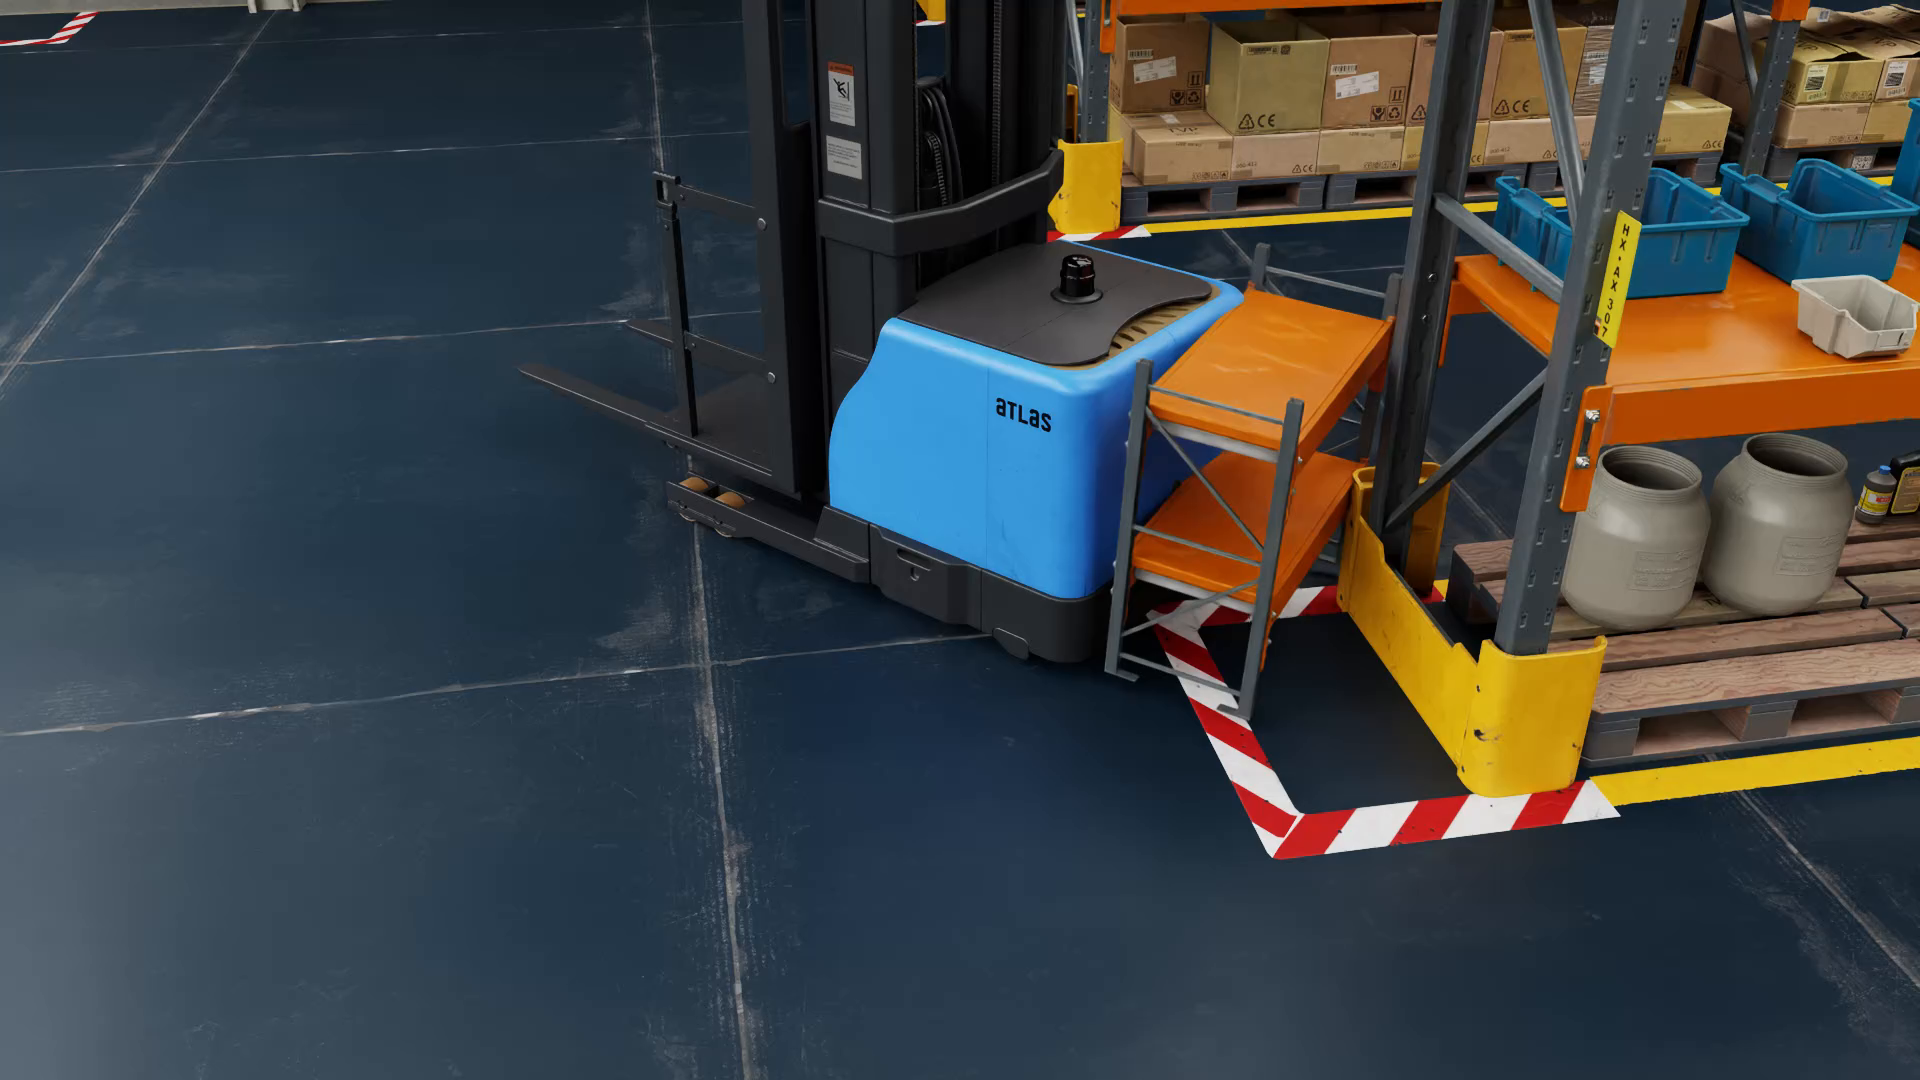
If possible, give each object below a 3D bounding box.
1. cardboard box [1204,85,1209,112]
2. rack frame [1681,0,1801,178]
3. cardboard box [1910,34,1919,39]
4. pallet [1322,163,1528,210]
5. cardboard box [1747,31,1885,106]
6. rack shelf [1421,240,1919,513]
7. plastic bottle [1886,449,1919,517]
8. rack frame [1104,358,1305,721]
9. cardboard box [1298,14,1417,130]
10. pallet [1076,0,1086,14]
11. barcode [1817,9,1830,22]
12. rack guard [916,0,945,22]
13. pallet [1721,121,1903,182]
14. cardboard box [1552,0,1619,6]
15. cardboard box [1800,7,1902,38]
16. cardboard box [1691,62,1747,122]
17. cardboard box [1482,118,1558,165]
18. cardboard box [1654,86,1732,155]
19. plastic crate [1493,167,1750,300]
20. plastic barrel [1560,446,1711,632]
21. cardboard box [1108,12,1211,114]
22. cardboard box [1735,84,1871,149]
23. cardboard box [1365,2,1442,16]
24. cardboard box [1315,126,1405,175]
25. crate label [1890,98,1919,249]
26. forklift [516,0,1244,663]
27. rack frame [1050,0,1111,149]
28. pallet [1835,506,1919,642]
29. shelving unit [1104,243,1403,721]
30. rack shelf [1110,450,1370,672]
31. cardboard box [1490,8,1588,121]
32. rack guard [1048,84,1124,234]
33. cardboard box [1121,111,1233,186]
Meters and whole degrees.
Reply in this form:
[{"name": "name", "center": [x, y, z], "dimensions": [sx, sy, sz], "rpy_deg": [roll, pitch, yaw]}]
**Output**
[{"name": "cardboard box", "center": [1.604, -2.511, 9.860], "dimensions": [0.500, 0.250, 0.500], "rpy_deg": [-5, 31, -9]}, {"name": "rack frame", "center": [4.574, -3.633, 9.469], "dimensions": [0.127, 3.000, 1.000], "rpy_deg": [-5, 31, -9]}, {"name": "cardboard box", "center": [6.028, -2.875, 9.925], "dimensions": [0.500, 0.311, 0.500], "rpy_deg": [-6, 31, -11]}, {"name": "pallet", "center": [2.582, -2.266, 9.895], "dimensions": [1.213, 0.211, 1.003], "rpy_deg": [-5, 31, -9]}, {"name": "cardboard box", "center": [5.026, -2.784, 9.770], "dimensions": [0.500, 0.311, 0.500], "rpy_deg": [-5, 31, -9]}, {"name": "rack shelf", "center": [3.496, -0.670, 5.140], "dimensions": [4.000, 0.370, 1.077], "rpy_deg": [-5, 31, -9]}, {"name": "plastic bottle", "center": [3.368, -0.222, 5.915], "dimensions": [0.133, 0.283, 0.061], "rpy_deg": [-5, 31, -8]}, {"name": "rack frame", "center": [0.717, 0.020, 5.031], "dimensions": [0.500, 1.125, 0.032], "rpy_deg": [18, 36, 22]}, {"name": "cardboard box", "center": [2.188, -2.623, 9.311], "dimensions": [0.500, 0.500, 0.500], "rpy_deg": [-5, 31, -9]}, {"name": "pallet", "center": [0.624, -4.598, 13.862], "dimensions": [1.213, 0.211, 1.003], "rpy_deg": [-5, 31, -9]}, {"name": "barcode", "center": [4.900, -2.974, 9.434], "dimensions": [0.075, 0.075, 0.001], "rpy_deg": [-5, 31, -9]}, {"name": "rack guard", "center": [-0.181, -4.666, 13.693], "dimensions": [0.348, 0.500, 1.175], "rpy_deg": [-5, 31, -9]}, {"name": "pallet", "center": [5.292, -2.517, 10.323], "dimensions": [1.213, 0.211, 1.003], "rpy_deg": [-5, 31, -9]}, {"name": "cardboard box", "center": [3.572, -3.016, 9.978], "dimensions": [0.500, 0.500, 0.500], "rpy_deg": [-5, 31, -9]}, {"name": "cardboard box", "center": [5.432, -3.101, 10.309], "dimensions": [0.500, 0.311, 0.500], "rpy_deg": [-4, 31, -8]}, {"name": "cardboard box", "center": [4.930, -2.811, 10.369], "dimensions": [0.500, 0.250, 0.500], "rpy_deg": [-6, 31, -9]}, {"name": "cardboard box", "center": [3.175, -2.383, 9.643], "dimensions": [0.500, 0.250, 0.500], "rpy_deg": [-5, 31, -9]}, {"name": "cardboard box", "center": [4.158, -2.477, 9.802], "dimensions": [0.500, 0.250, 0.500], "rpy_deg": [-5, 31, -9]}, {"name": "plastic crate", "center": [1.967, -0.928, 5.016], "dimensions": [0.616, 0.251, 0.499], "rpy_deg": [-5, 31, -9]}, {"name": "plastic barrel", "center": [2.162, -0.004, 5.338], "dimensions": [0.421, 0.512, 0.421], "rpy_deg": [0, 30, 0]}, {"name": "cardboard box", "center": [1.114, -2.784, 9.584], "dimensions": [0.500, 0.500, 0.500], "rpy_deg": [-5, 31, -9]}, {"name": "cardboard box", "center": [5.016, -2.542, 9.912], "dimensions": [0.500, 0.250, 0.500], "rpy_deg": [-6, 31, -10]}, {"name": "cardboard box", "center": [2.587, -2.928, 9.828], "dimensions": [0.500, 0.500, 0.500], "rpy_deg": [-5, 31, -9]}, {"name": "cardboard box", "center": [2.191, -2.294, 9.491], "dimensions": [0.500, 0.250, 0.500], "rpy_deg": [-5, 31, -9]}, {"name": "crate label", "center": [3.290, -1.116, 5.153], "dimensions": [0.616, 0.435, 0.502], "rpy_deg": [-5, 31, -9]}, {"name": "forklift", "center": [-0.494, -1.462, 5.844], "dimensions": [3.031, 2.935, 1.130], "rpy_deg": [22, 37, 32]}, {"name": "rack frame", "center": [0.640, -3.268, 8.848], "dimensions": [0.127, 3.000, 1.000], "rpy_deg": [-5, 31, -9]}, {"name": "pallet", "center": [3.592, 0.193, 5.714], "dimensions": [1.213, 0.211, 1.003], "rpy_deg": [-5, 31, -9]}, {"name": "shelving unit", "center": [0.958, -0.216, 5.412], "dimensions": [0.538, 1.125, 1.048], "rpy_deg": [18, 36, 22]}, {"name": "rack shelf", "center": [0.949, -0.010, 5.544], "dimensions": [0.538, 0.278, 1.000], "rpy_deg": [18, 36, 22]}, {"name": "cardboard box", "center": [3.173, -2.713, 9.463], "dimensions": [0.500, 0.500, 0.500], "rpy_deg": [-5, 31, -9]}, {"name": "rack guard", "center": [0.616, -2.188, 9.478], "dimensions": [0.348, 0.500, 1.175], "rpy_deg": [-5, 31, -9]}, {"name": "cardboard box", "center": [1.207, -2.201, 9.333], "dimensions": [0.500, 0.250, 0.500], "rpy_deg": [-5, 31, -9]}]
